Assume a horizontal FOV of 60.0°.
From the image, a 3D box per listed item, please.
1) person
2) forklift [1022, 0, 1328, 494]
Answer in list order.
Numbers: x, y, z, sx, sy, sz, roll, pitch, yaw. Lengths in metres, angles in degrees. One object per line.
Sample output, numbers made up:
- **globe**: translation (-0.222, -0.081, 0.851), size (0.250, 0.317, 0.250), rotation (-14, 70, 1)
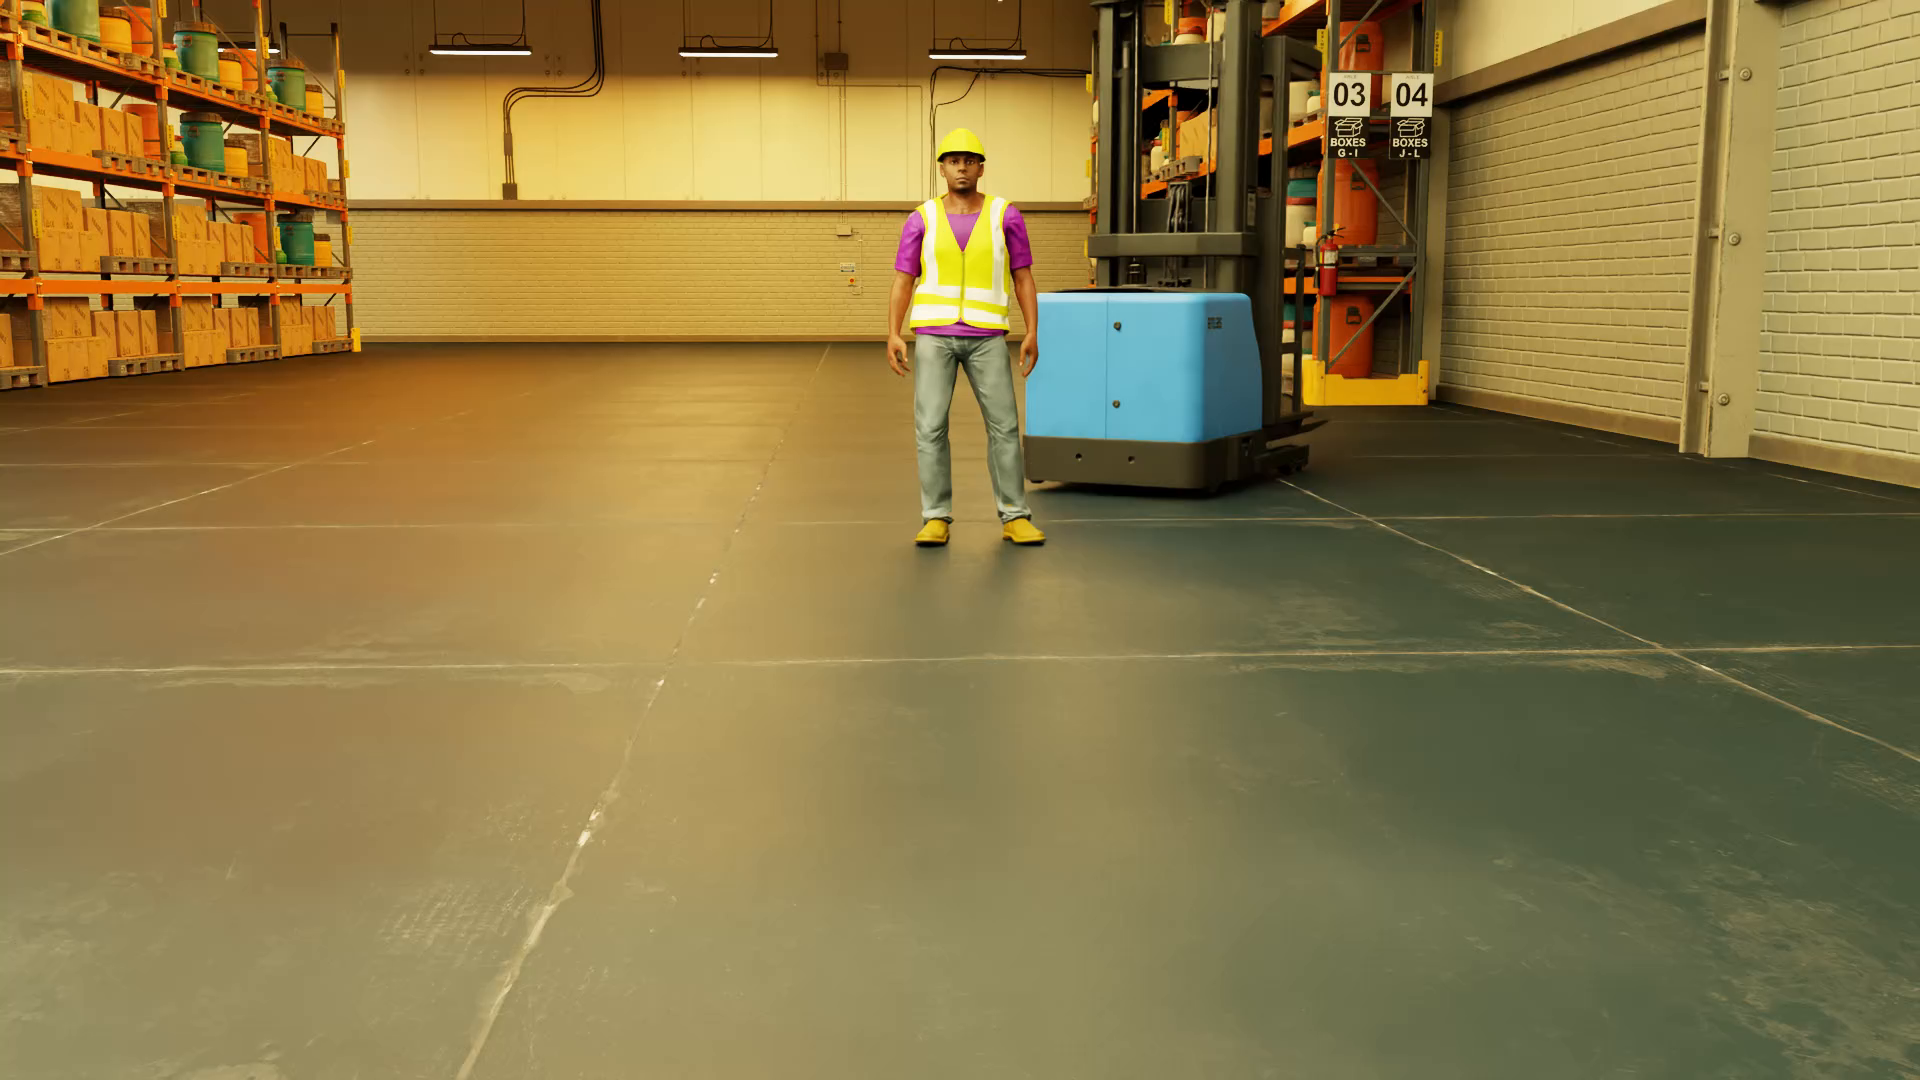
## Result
- **person**: translation (0.025, -0.873, 7.178), size (0.677, 1.769, 0.424), rotation (-1, 8, -4)
- **forklift**: translation (1.480, -1.870, 9.922), size (1.130, 2.935, 3.031), rotation (4, 10, 28)
